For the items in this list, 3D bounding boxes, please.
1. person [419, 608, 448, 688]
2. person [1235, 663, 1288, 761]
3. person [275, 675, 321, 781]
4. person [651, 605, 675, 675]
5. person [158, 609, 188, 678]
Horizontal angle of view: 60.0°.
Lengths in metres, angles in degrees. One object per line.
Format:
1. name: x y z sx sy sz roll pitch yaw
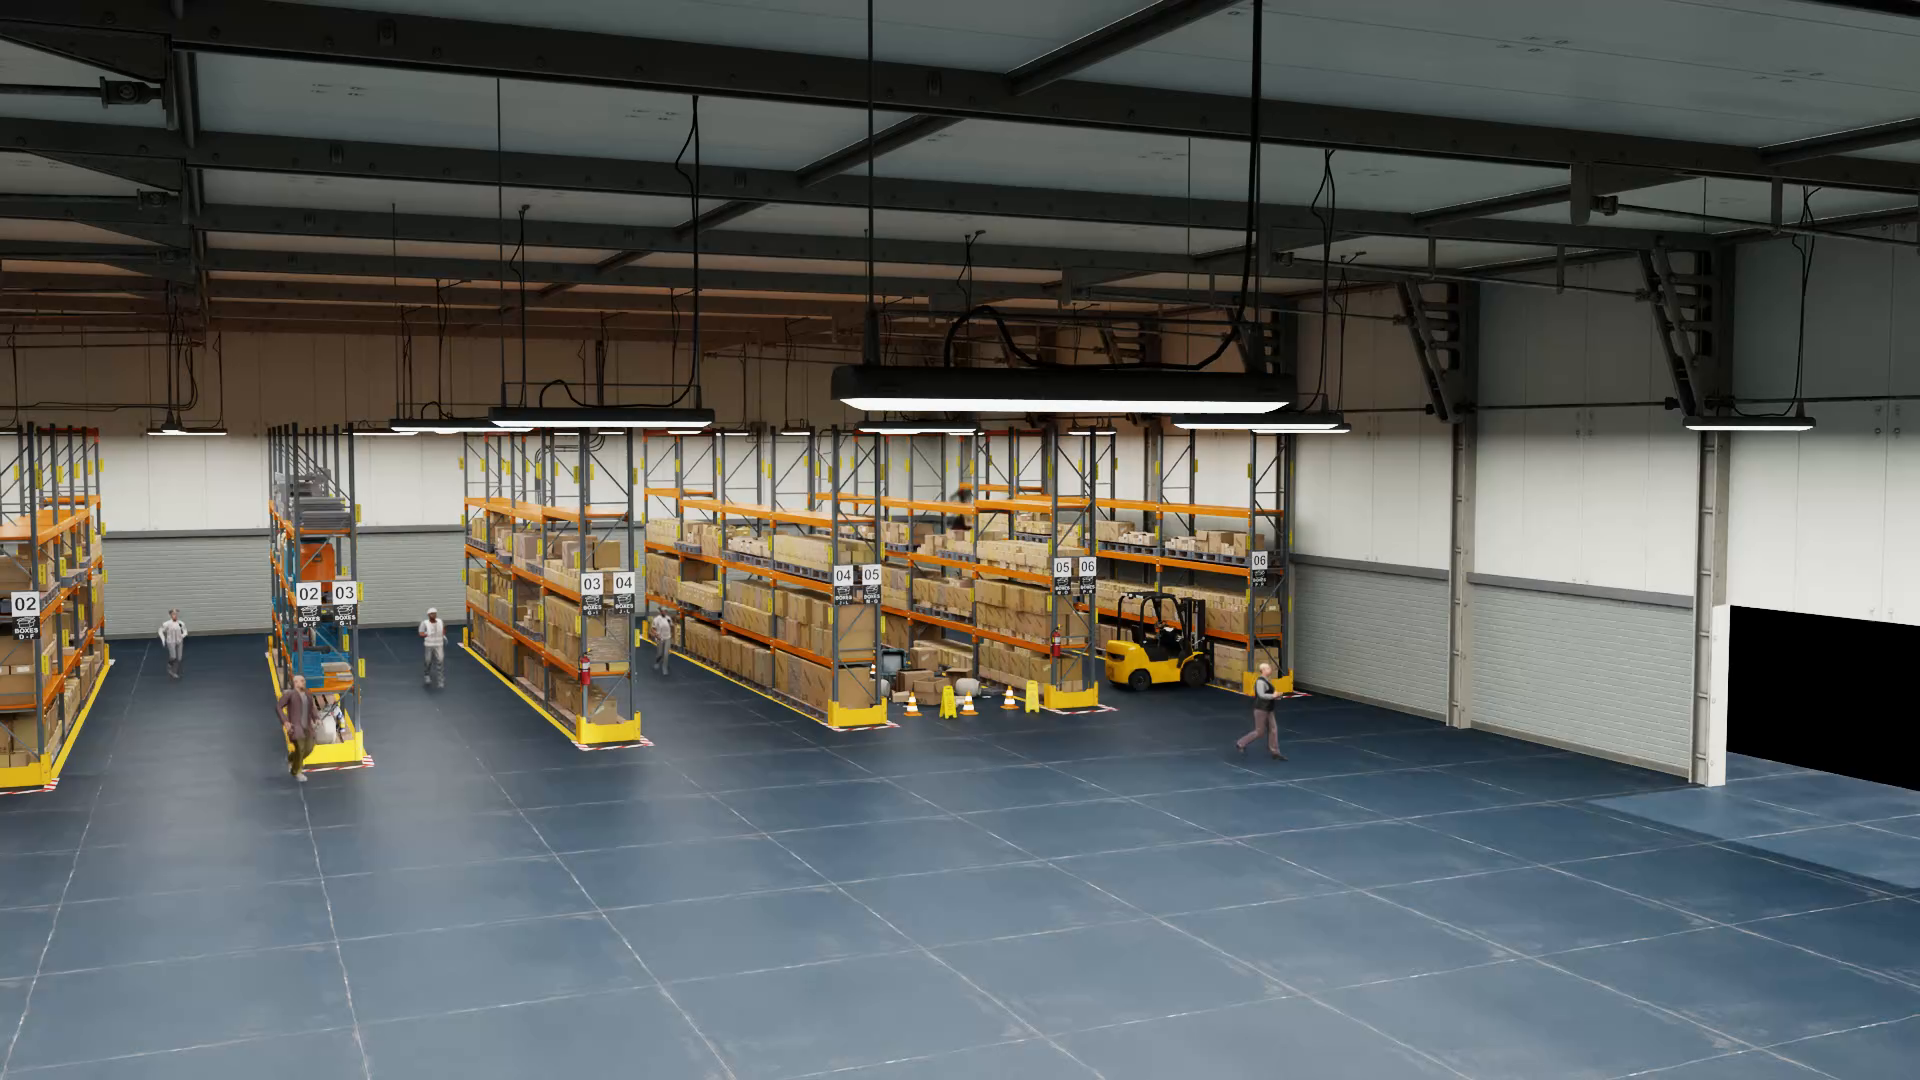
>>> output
1. person: -12.146 2.467 38.362 0.672 1.814 0.903 -2 4 -30
2. person: 5.362 3.036 29.481 0.931 1.715 0.676 2 4 24
3. person: -11.145 3.158 28.052 0.607 1.730 0.770 2 4 30
4. person: -7.247 2.417 40.623 0.601 1.684 0.636 -2 4 -25
5. person: -18.702 2.471 39.622 0.597 1.645 0.576 -3 5 -41
